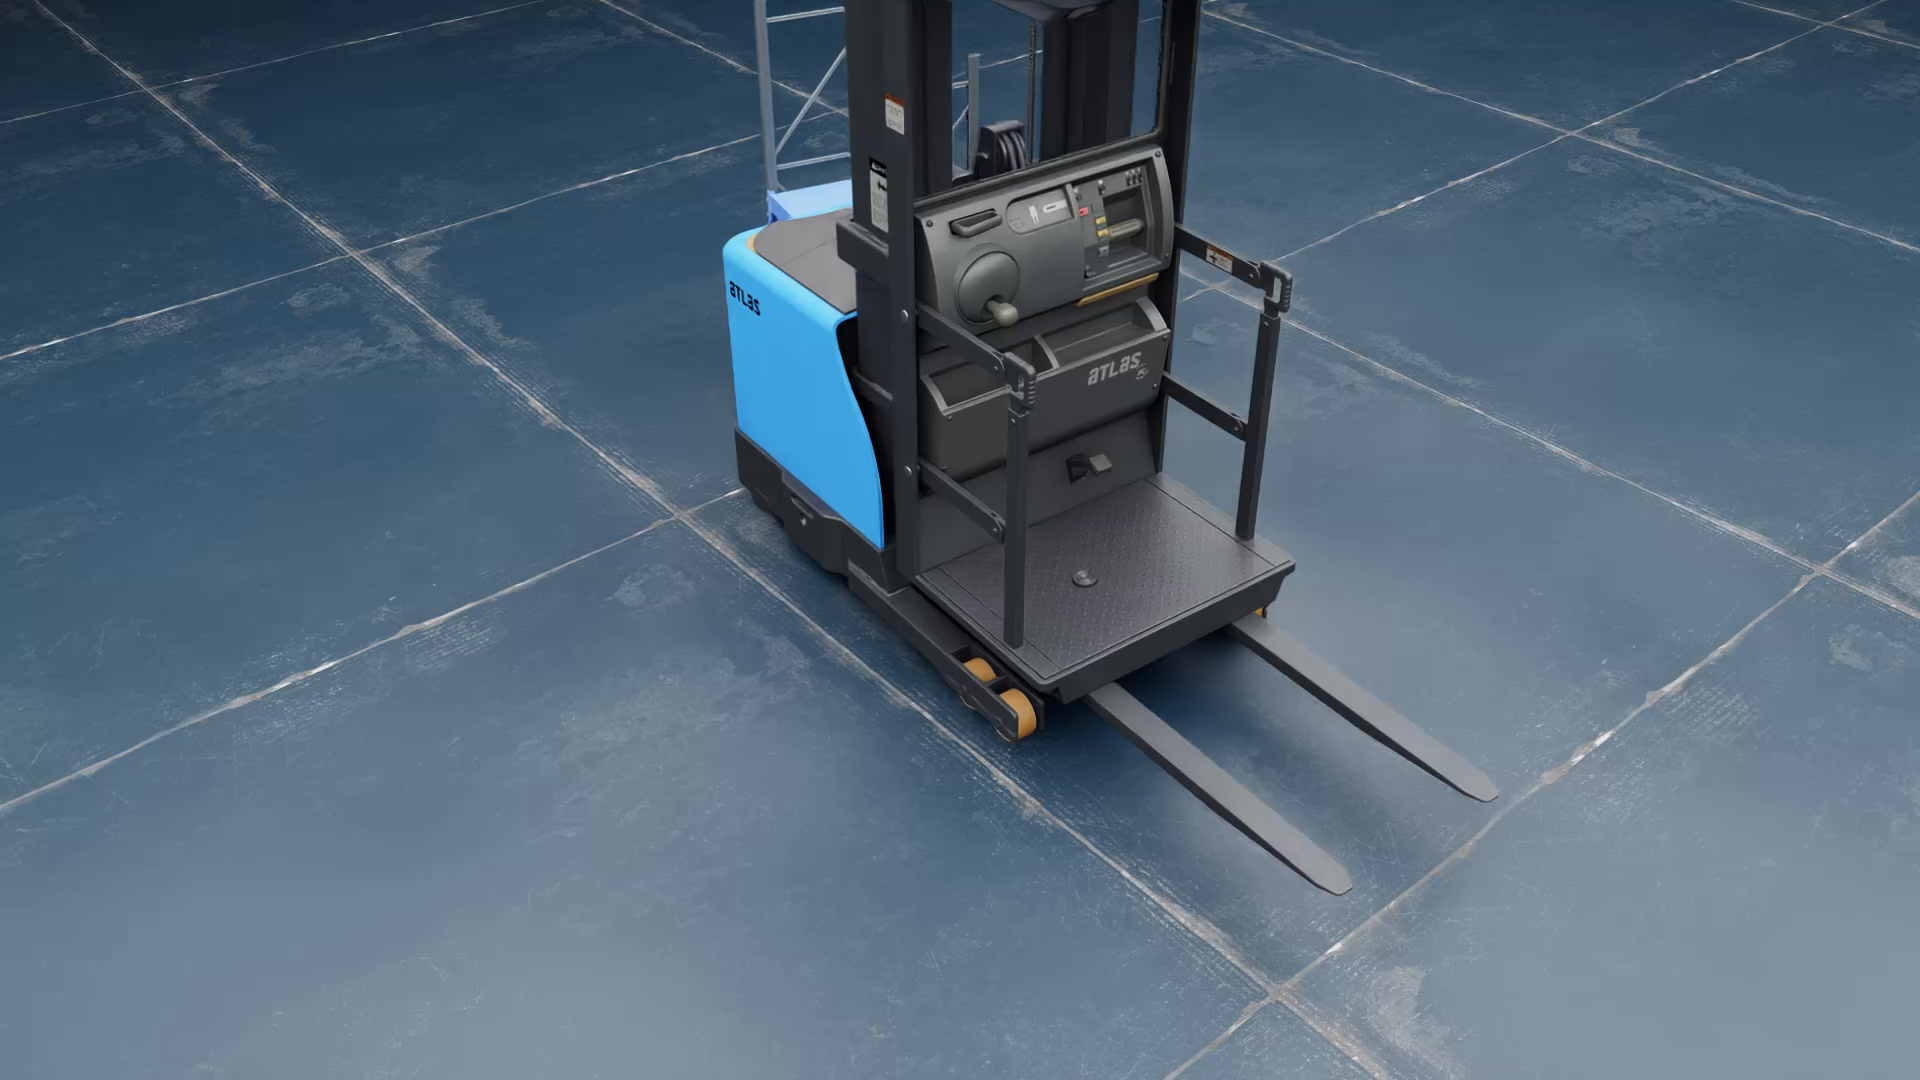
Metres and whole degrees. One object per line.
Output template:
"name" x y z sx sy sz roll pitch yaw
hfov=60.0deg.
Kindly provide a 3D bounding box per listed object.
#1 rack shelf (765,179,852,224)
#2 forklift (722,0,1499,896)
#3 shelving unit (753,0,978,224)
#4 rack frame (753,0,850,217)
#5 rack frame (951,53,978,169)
"rack shelf" -0.390 -1.259 7.041 0.538 0.185 1.000 -16 38 -21
"forklift" 0.409 -0.872 4.945 1.130 2.935 3.031 -23 41 -29
"shelving unit" -0.390 -1.406 6.937 0.538 1.500 1.048 -16 38 -21
"rack frame" -0.617 -1.668 7.308 0.500 1.500 0.032 -16 38 -21
"rack frame" -0.162 -1.143 6.566 0.500 1.500 0.032 -16 38 -21
